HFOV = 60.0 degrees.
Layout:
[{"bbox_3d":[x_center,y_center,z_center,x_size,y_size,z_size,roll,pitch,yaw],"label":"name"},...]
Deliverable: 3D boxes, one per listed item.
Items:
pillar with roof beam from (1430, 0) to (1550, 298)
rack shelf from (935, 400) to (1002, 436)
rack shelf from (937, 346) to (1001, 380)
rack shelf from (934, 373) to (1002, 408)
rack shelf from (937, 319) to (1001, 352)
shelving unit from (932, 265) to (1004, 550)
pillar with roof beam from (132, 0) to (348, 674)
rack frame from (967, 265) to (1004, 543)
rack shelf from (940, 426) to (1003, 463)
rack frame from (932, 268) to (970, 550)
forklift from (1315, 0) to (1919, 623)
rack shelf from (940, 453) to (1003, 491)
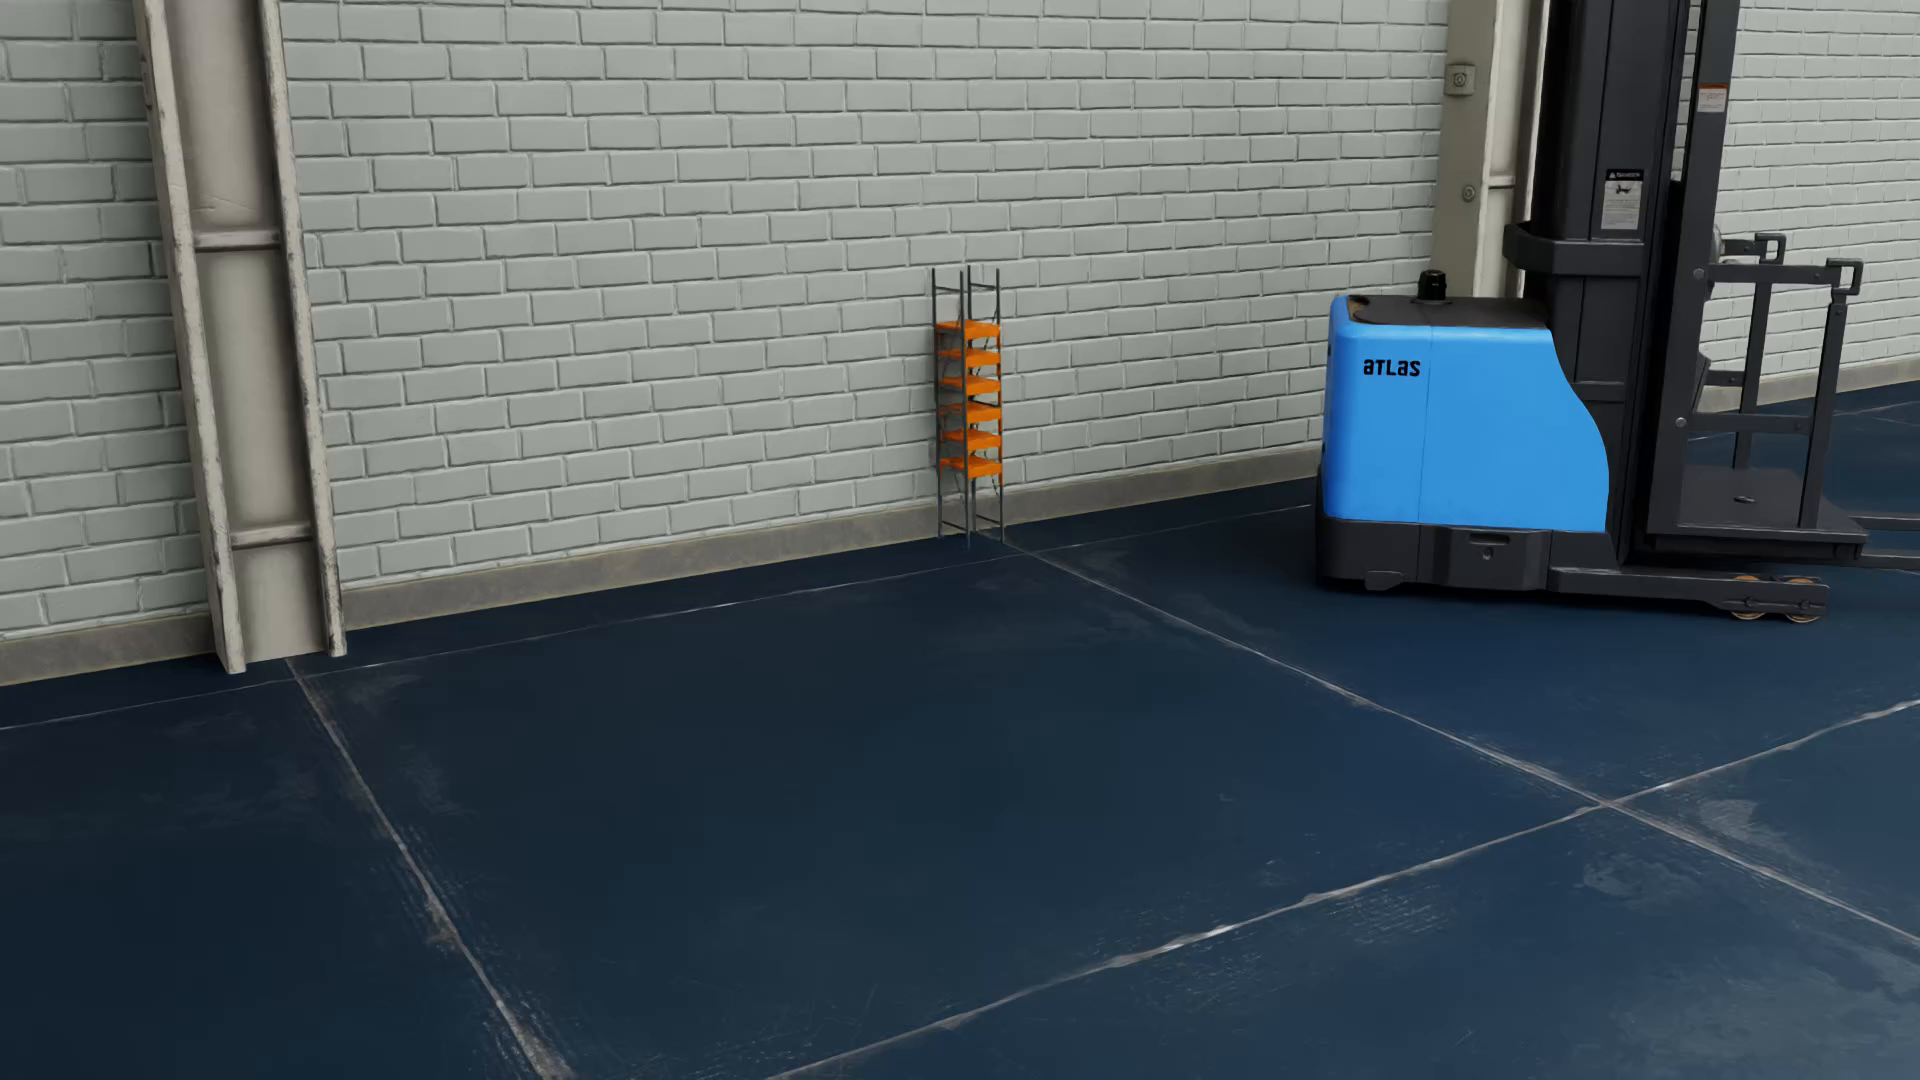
[{"bbox_3d":[4.921,-3.769,4.183,0.400,9.000,9.100,-9,18,-30],"label":"pillar with roof beam"},{"bbox_3d":[0.037,-0.533,7.237,0.180,0.103,0.258,-11,17,-32],"label":"rack shelf"},{"bbox_3d":[0.032,-0.766,7.177,0.180,0.103,0.258,-11,17,-32],"label":"rack shelf"},{"bbox_3d":[0.034,-0.650,7.207,0.180,0.103,0.258,-11,17,-32],"label":"rack shelf"},{"bbox_3d":[0.029,-0.882,7.147,0.180,0.103,0.258,-11,17,-32],"label":"rack shelf"},{"bbox_3d":[0.036,-0.576,7.226,0.189,1.200,0.258,-11,17,-32],"label":"shelving unit"},{"bbox_3d":[-0.222,-2.935,1.207,0.400,9.000,9.100,-9,18,-30],"label":"pillar with roof beam"},{"bbox_3d":[0.113,-0.591,7.274,0.006,1.200,0.240,-11,17,-32],"label":"rack frame"},{"bbox_3d":[0.040,-0.417,7.267,0.180,0.103,0.258,-11,17,-32],"label":"rack shelf"},{"bbox_3d":[-0.040,-0.562,7.178,0.006,1.200,0.240,-11,17,-32],"label":"rack frame"},{"bbox_3d":[3.008,-1.253,6.451,3.031,2.935,1.130,3,16,11],"label":"forklift"},{"bbox_3d":[0.043,-0.301,7.298,0.180,0.103,0.258,-11,17,-32],"label":"rack shelf"}]
